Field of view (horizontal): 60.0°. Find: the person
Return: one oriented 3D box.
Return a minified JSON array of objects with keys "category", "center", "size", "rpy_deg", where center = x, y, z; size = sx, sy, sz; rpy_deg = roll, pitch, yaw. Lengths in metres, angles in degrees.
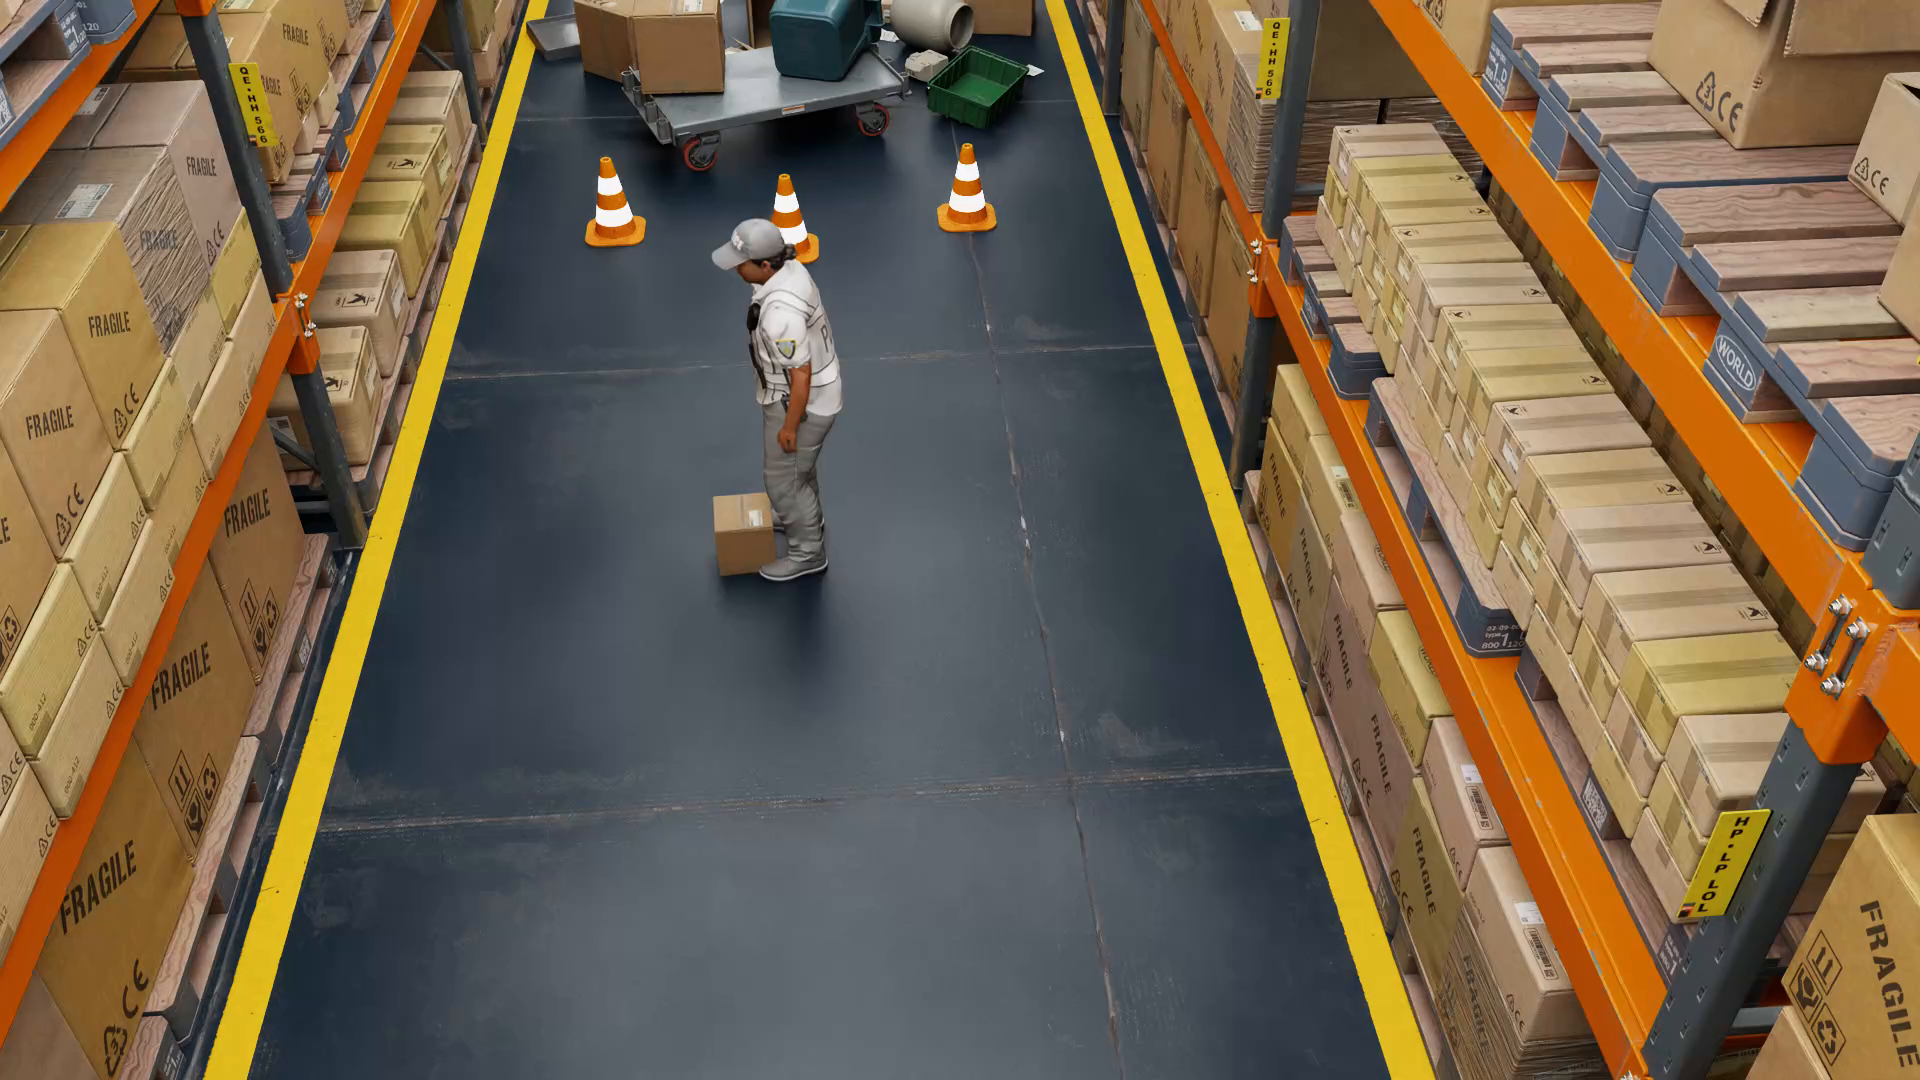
[{"category":"person","center":[5.476,-15.506,21.639],"size":[18.326,6.001,40.210],"rpy_deg":[-5,40,-6]}]
